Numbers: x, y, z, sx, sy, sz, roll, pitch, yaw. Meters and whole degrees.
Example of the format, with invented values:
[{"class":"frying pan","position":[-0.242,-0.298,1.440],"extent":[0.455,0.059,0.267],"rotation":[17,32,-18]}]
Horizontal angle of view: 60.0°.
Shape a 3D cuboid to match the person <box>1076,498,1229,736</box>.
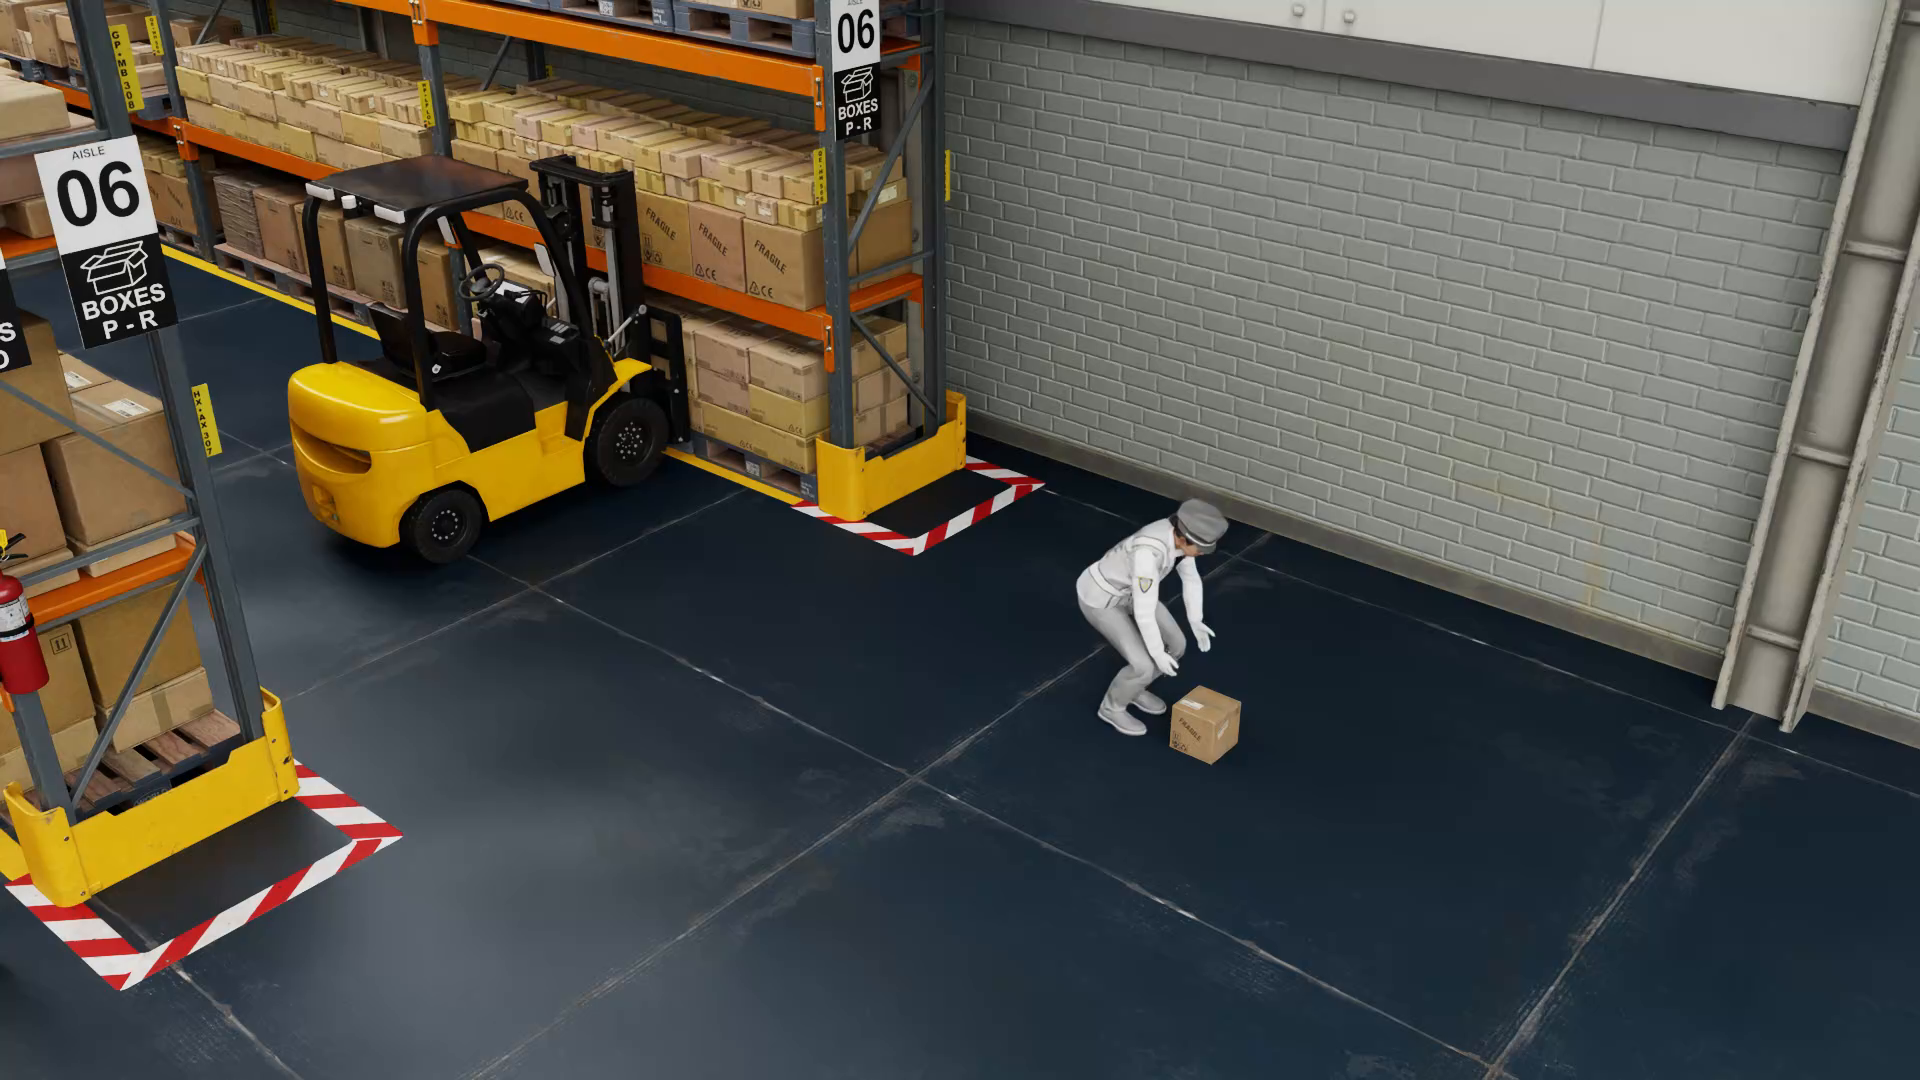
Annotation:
[{"class":"person","position":[0.962,0.346,8.367],"extent":[0.752,1.292,0.533],"rotation":[21,34,34]}]
